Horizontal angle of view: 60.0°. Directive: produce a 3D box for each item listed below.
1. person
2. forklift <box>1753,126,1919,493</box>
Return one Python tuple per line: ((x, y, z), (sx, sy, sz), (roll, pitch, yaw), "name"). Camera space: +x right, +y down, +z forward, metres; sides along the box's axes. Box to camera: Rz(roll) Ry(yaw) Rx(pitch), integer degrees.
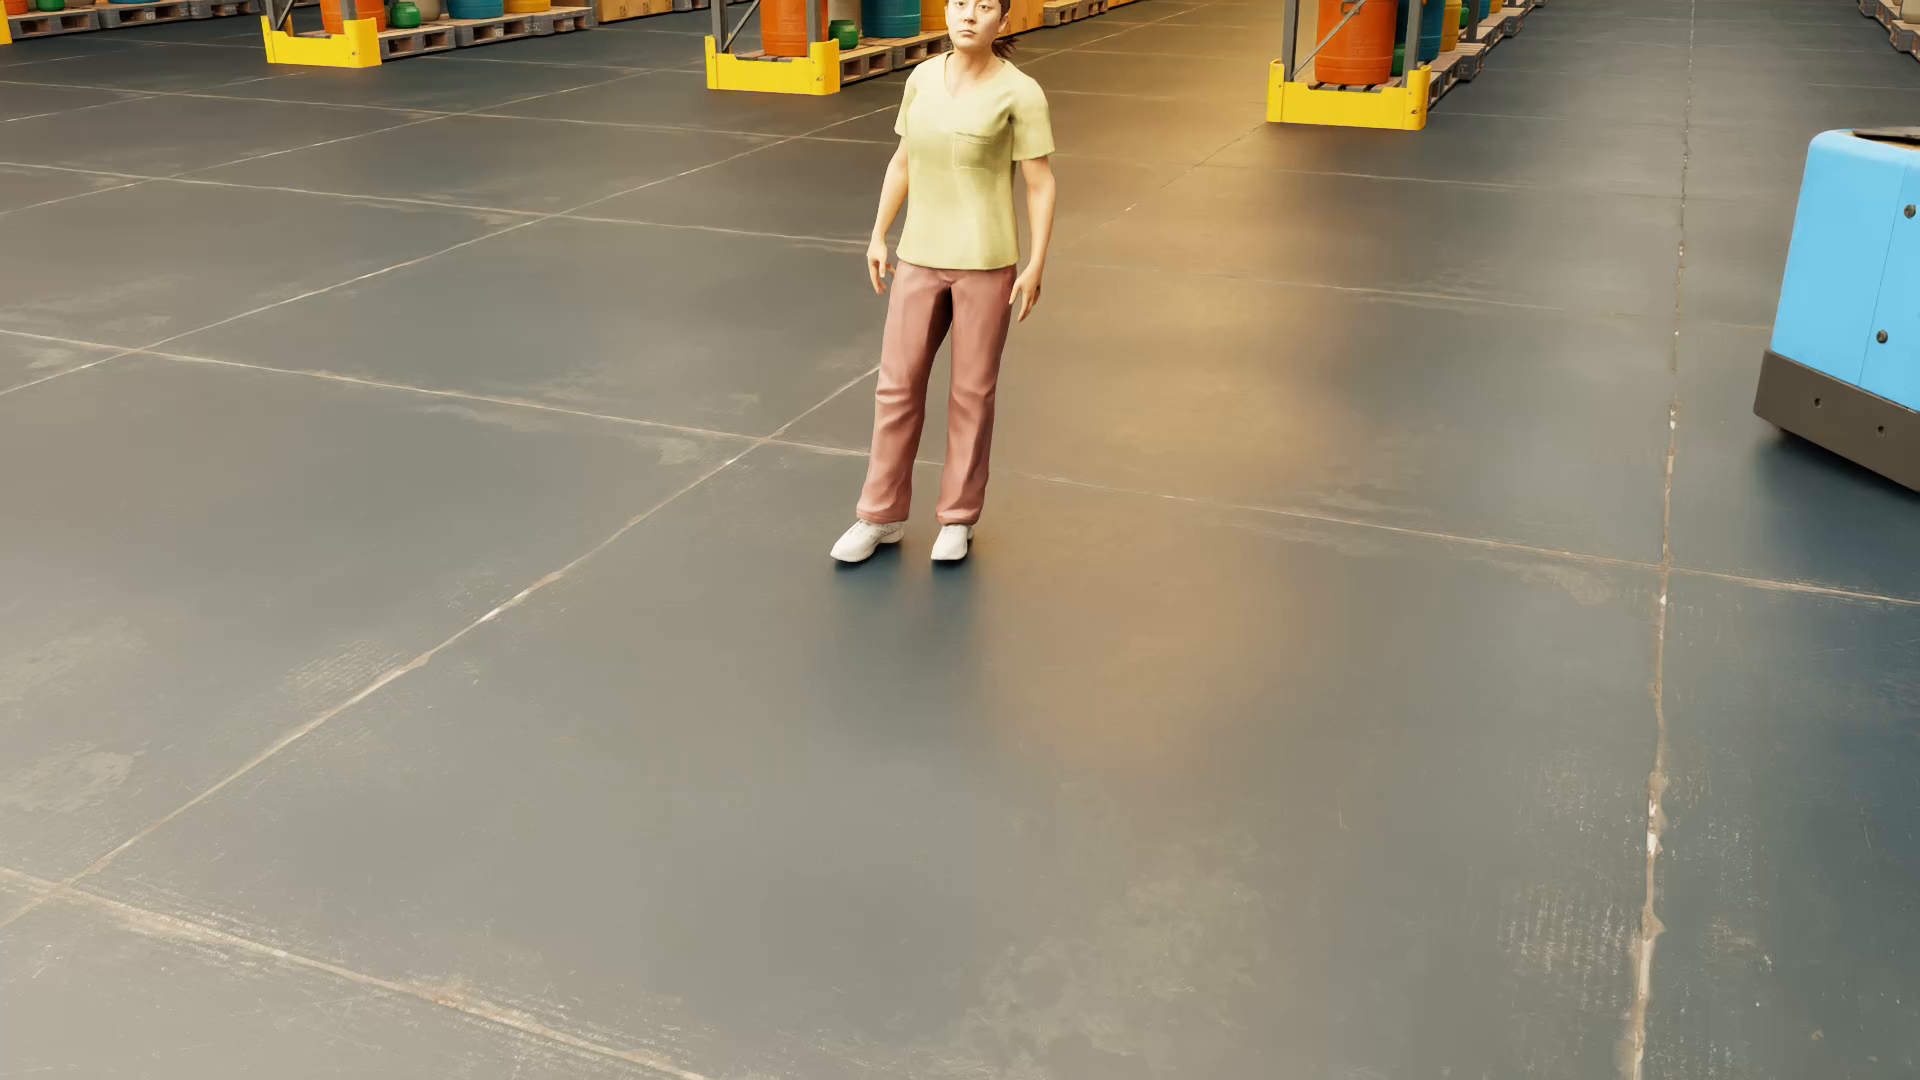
((-0.039, -0.755, 4.708), (0.553, 1.673, 0.548), (9, 24, 21), "person")
((4.434, -1.696, 5.350), (3.031, 2.935, 1.130), (-5, 23, -12), "forklift")
